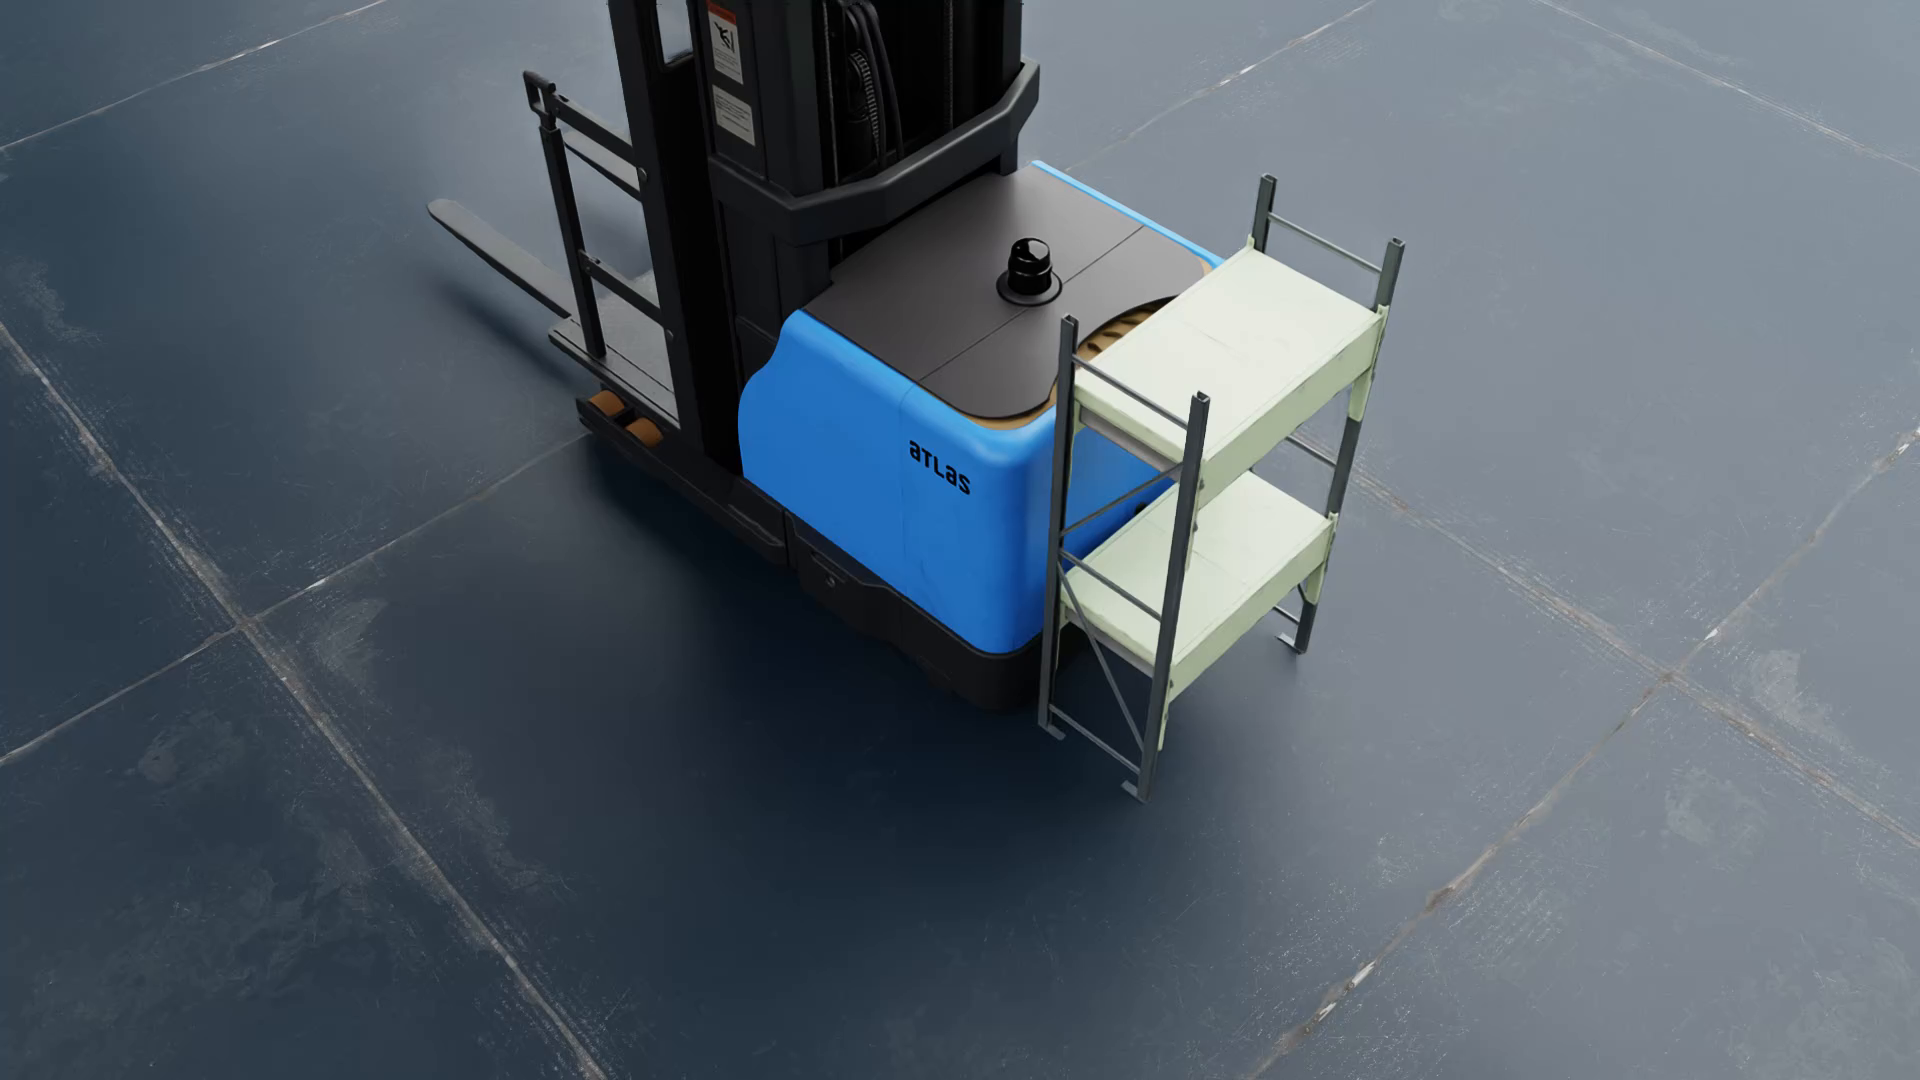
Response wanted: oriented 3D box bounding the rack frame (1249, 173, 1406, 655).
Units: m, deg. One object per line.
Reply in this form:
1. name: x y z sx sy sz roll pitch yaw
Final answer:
1. rack frame: 0.880 -0.275 4.483 0.400 1.500 0.023 35 56 28

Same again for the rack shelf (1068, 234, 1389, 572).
1. rack shelf: 0.627 -0.345 4.017 0.431 0.370 0.720 35 56 28

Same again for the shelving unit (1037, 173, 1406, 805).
1. shelving unit: 0.627 -0.081 4.304 0.431 1.500 0.755 35 56 28

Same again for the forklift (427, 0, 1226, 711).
1. forklift: -0.626 -1.475 4.617 3.031 2.935 1.130 35 56 28

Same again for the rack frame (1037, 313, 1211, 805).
1. rack frame: 0.374 0.114 4.124 0.400 1.500 0.023 35 56 28

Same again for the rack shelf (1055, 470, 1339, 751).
1. rack shelf: 0.627 0.140 4.543 0.431 0.370 0.720 35 56 28
